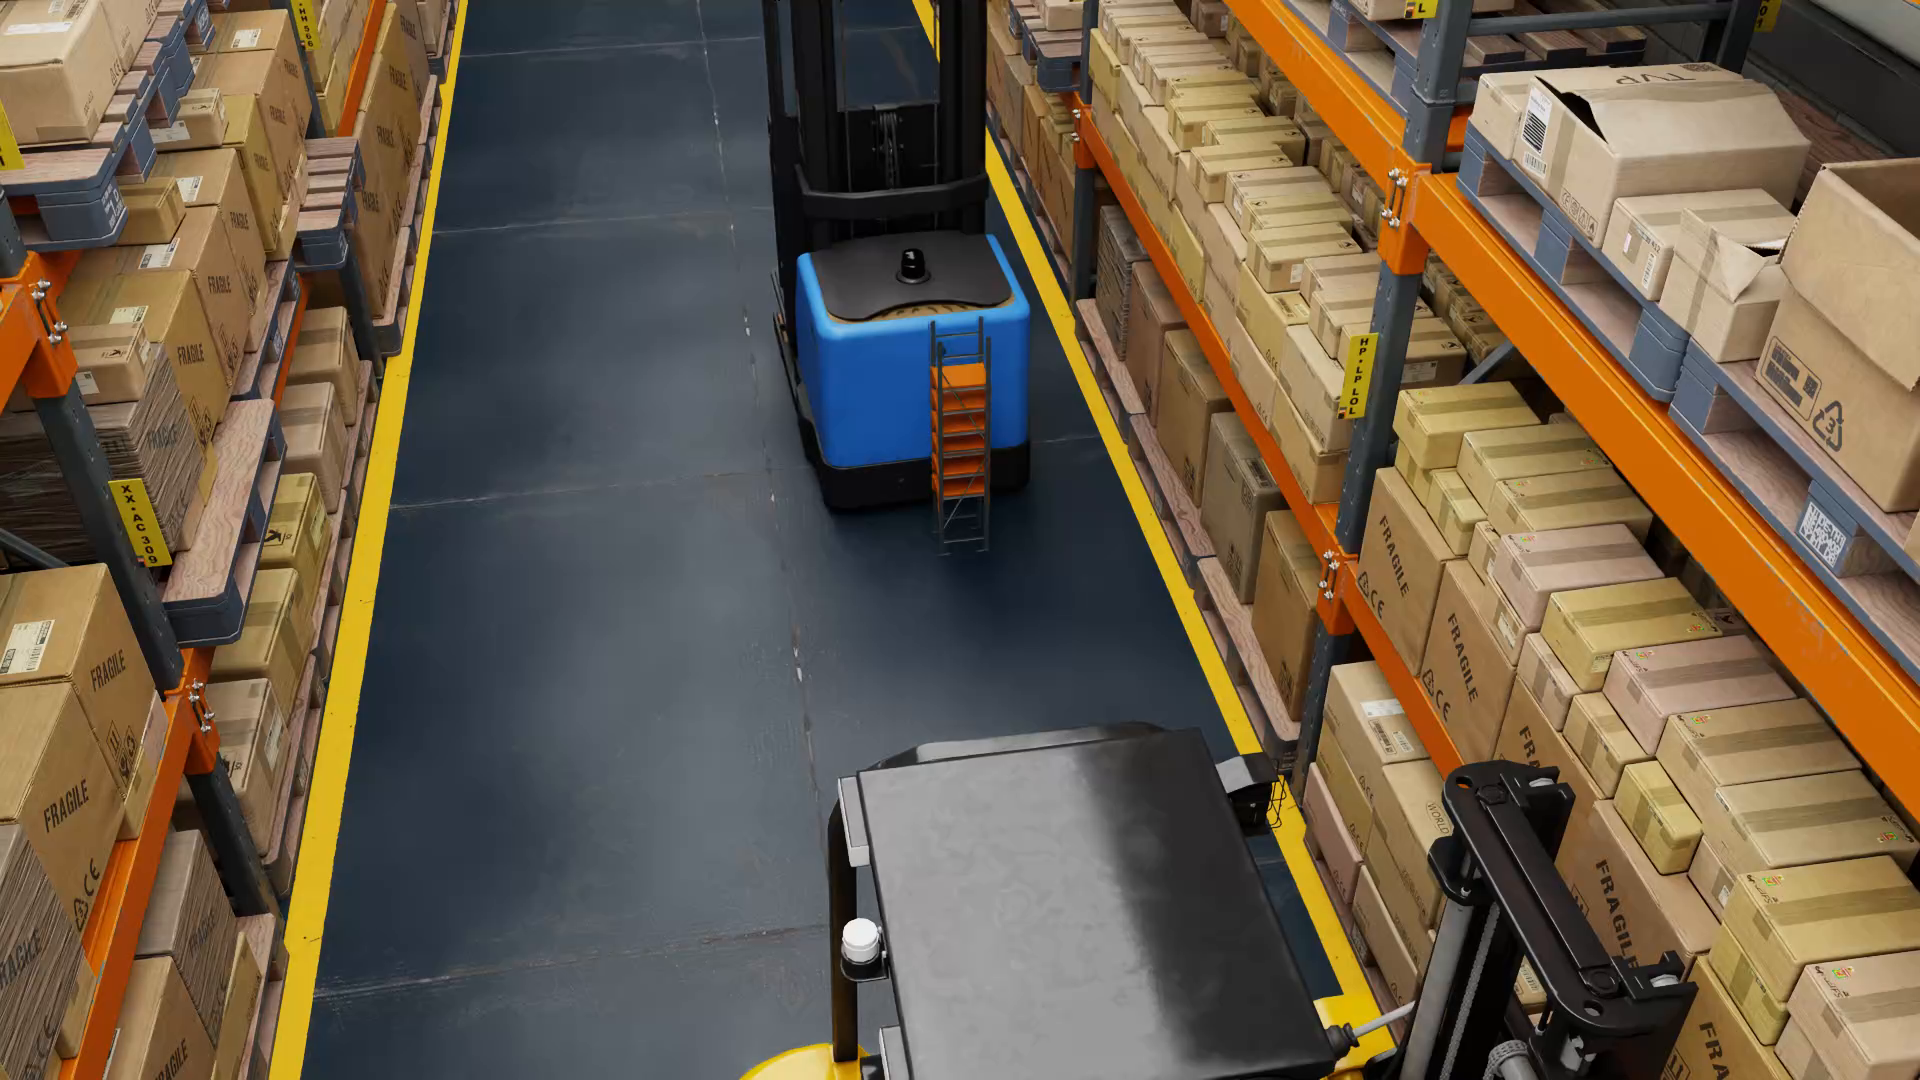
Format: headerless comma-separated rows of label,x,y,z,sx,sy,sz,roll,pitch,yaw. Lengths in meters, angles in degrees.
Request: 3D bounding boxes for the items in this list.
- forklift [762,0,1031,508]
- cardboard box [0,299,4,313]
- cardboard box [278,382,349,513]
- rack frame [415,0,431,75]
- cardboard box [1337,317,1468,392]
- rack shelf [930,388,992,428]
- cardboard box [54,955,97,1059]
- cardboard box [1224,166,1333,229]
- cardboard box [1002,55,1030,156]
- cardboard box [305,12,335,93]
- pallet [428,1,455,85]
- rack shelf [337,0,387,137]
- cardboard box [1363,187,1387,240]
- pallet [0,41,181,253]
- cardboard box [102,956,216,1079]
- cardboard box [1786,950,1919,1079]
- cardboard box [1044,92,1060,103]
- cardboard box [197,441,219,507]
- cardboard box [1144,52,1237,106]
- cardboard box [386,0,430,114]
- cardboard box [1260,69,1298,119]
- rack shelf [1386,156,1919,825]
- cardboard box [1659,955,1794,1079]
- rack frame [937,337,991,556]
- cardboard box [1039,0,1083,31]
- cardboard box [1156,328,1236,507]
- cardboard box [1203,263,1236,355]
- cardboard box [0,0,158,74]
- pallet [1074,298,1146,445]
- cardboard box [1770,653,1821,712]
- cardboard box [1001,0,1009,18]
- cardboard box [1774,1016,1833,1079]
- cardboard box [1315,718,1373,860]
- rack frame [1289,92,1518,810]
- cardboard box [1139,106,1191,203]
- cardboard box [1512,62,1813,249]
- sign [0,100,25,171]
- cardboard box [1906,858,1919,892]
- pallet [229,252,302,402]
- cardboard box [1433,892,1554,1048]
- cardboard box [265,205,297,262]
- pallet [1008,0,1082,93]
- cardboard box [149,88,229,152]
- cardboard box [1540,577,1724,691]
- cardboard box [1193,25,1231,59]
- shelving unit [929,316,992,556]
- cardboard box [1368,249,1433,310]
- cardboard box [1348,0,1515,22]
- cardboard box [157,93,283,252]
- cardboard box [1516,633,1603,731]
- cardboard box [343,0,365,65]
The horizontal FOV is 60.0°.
forklift,-0.461,-2.221,8.620,1.130,2.935,3.031,-8,38,-10
cardboard box,-2.674,-0.572,4.201,0.380,0.149,0.250,-6,38,-8
cardboard box,-3.505,-0.401,8.021,0.950,0.372,0.625,-7,38,-9
rack frame,-4.433,-4.476,11.467,1.000,3.000,0.127,-6,38,-8
cardboard box,1.578,-0.658,5.942,0.380,0.149,0.250,-5,38,-6
rack shelf,0.003,-0.620,7.651,0.258,0.103,0.180,-6,38,-8
cardboard box,-2.492,1.230,4.327,0.380,0.149,0.250,-7,38,-9
cardboard box,1.325,-1.427,6.932,0.380,0.149,0.250,-6,38,-8
cardboard box,0.588,-2.938,11.182,0.500,0.500,0.500,-8,38,-10
cardboard box,-3.577,-2.531,8.678,0.500,0.250,0.500,-6,38,-8
pallet,-4.489,-3.843,12.924,1.003,0.211,1.213,-6,38,-8
rack shelf,-4.082,-2.984,10.132,1.077,0.370,4.000,-6,38,-8
cardboard box,1.884,-1.335,6.813,0.380,0.149,0.250,-6,38,-8
pallet,-3.033,-1.139,4.879,1.213,0.211,1.003,-6,38,-8
cardboard box,-2.571,1.615,4.914,0.500,0.500,0.500,-6,38,-7
cardboard box,2.015,1.024,3.534,0.380,0.149,0.250,-5,38,-7
cardboard box,0.736,-2.792,10.465,0.380,0.149,0.250,-5,38,-7
cardboard box,-2.851,-0.230,5.864,0.380,0.149,0.250,-5,38,-7
cardboard box,1.097,-2.198,7.924,0.380,0.149,0.250,-6,38,-7
cardboard box,-4.245,-3.437,11.519,0.875,0.875,0.875,-5,38,-7
cardboard box,1.633,-2.101,7.800,0.380,0.149,0.250,-6,38,-8
rack shelf,2.207,0.127,3.683,1.077,0.370,4.000,-6,38,-8
cardboard box,2.041,1.303,3.946,0.500,0.500,0.500,-7,38,-9
rack frame,0.019,-0.410,7.699,0.240,1.200,0.006,-6,38,-8
cardboard box,0.662,-3.018,9.453,0.380,0.149,0.250,-6,38,-7
cardboard box,1.491,-0.646,8.129,0.875,0.625,0.625,-8,39,-10
cardboard box,1.360,-1.004,7.119,0.500,0.250,0.500,-6,38,-8
cardboard box,-2.828,-1.638,5.148,0.500,0.250,0.500,-7,38,-9
pallet,1.261,-0.994,9.257,1.003,0.211,1.213,-6,38,-8
cardboard box,2.402,0.344,4.410,0.380,0.149,0.250,-7,38,-8
cardboard box,0.497,-3.725,11.666,0.380,0.149,0.250,-7,38,-9
cardboard box,2.036,1.139,3.628,0.380,0.149,0.250,-7,38,-9
cardboard box,1.637,0.868,6.080,0.500,0.250,0.500,-6,38,-8
rack frame,1.856,-0.180,5.937,1.000,3.000,0.127,-6,38,-8
cardboard box,1.153,-1.820,7.762,0.500,0.250,0.500,-7,38,-9
cardboard box,1.762,-1.006,4.204,0.500,0.311,0.500,-5,38,-7
sign,-2.497,-1.096,4.249,0.100,0.325,0.005,-6,38,-8
cardboard box,2.507,0.779,4.092,0.380,0.149,0.250,-6,38,-8
pallet,-3.344,-0.793,6.882,1.003,0.211,1.213,-6,38,-8
cardboard box,1.810,1.280,5.141,0.500,0.250,0.500,-5,38,-6
cardboard box,-3.137,-1.335,7.286,0.380,0.149,0.250,-6,38,-7
pallet,0.967,-2.922,9.623,1.213,0.211,1.003,-6,38,-8
cardboard box,-3.167,-1.681,6.674,0.380,0.149,0.250,-8,39,-10
cardboard box,1.824,0.253,4.527,0.380,0.149,0.250,-7,38,-9
cardboard box,1.507,-2.493,8.629,0.500,0.250,0.500,-5,38,-7
shelving unit,0.003,-0.465,7.771,0.258,1.200,0.189,-6,38,-8
cardboard box,1.941,-0.957,6.652,0.500,0.250,0.500,-7,38,-8
cardboard box,1.489,-1.946,5.414,0.500,0.311,0.500,-7,38,-9
cardboard box,-3.187,-1.523,6.998,0.500,0.500,0.500,-9,39,-11
cardboard box,1.788,0.371,4.617,0.380,0.149,0.250,-7,38,-8
cardboard box,-3.763,-2.949,9.624,0.500,0.250,0.500,-5,38,-6
